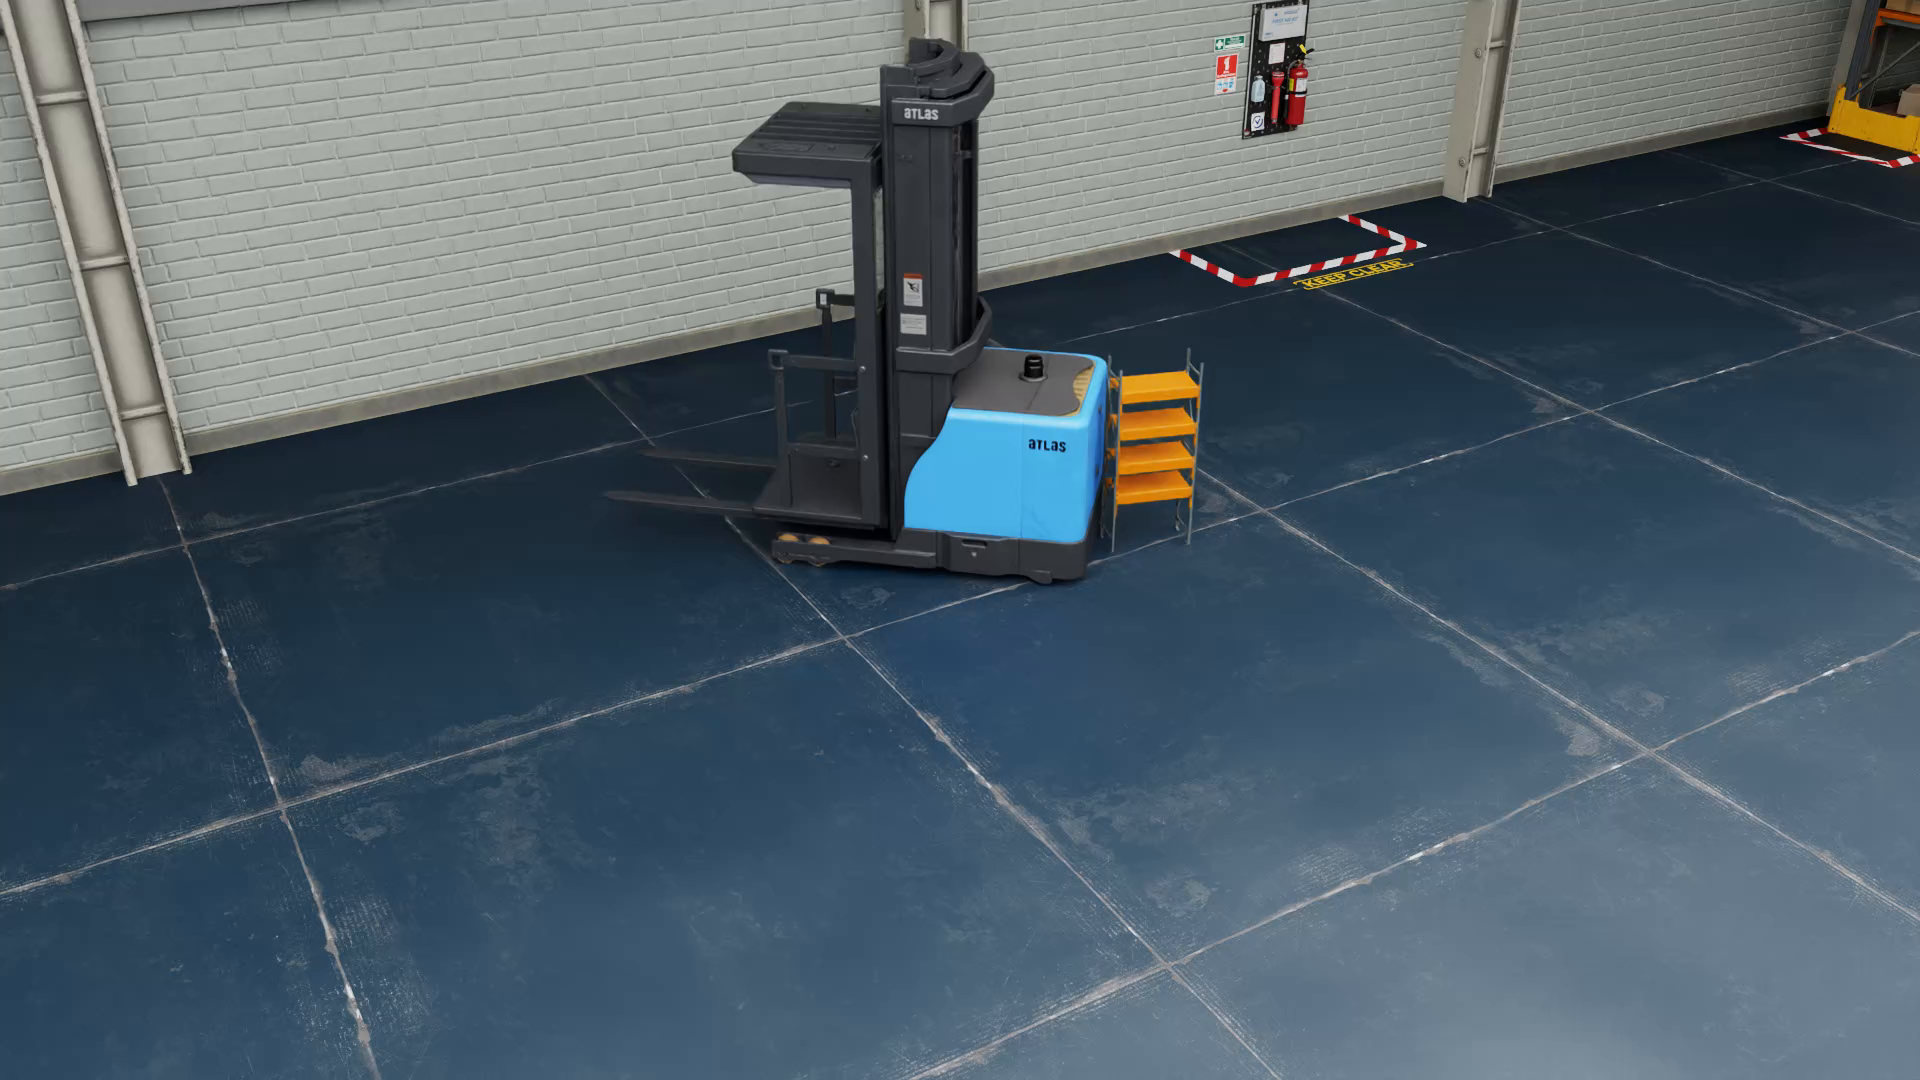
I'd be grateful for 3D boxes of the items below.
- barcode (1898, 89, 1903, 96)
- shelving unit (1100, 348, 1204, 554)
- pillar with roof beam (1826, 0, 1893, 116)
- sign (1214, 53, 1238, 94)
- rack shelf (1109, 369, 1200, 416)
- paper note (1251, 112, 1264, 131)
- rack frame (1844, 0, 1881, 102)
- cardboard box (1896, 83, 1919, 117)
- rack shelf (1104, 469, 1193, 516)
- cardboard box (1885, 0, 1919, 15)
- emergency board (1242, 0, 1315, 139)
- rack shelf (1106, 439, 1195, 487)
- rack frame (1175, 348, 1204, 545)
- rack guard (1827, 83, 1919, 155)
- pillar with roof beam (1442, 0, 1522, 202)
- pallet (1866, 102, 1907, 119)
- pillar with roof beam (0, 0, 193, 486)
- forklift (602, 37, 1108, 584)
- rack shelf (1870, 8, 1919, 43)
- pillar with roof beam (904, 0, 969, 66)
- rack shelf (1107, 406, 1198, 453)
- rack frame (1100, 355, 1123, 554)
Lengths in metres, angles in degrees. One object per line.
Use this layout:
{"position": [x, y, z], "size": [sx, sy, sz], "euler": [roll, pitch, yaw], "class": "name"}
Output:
{"position": [10.455, -4.975, 18.478], "size": [0.075, 0.075, 0.001], "euler": [-16, 33, -26], "class": "barcode"}
{"position": [1.137, -0.523, 9.956], "size": [0.503, 1.200, 0.258], "euler": [-6, 30, -11], "class": "shelving unit"}
{"position": [12.347, -7.017, 13.652], "size": [0.400, 9.000, 9.100], "euler": [-16, 33, -26], "class": "pillar with roof beam"}
{"position": [2.314, -4.050, 14.447], "size": [0.234, 0.329, 0.001], "euler": [-16, 33, -26], "class": "sign"}
{"position": [1.137, -0.867, 9.766], "size": [0.480, 0.148, 0.258], "euler": [-6, 30, -11], "class": "rack shelf"}
{"position": [2.655, -3.726, 14.809], "size": [0.142, 0.148, 0.016], "euler": [-16, 33, -26], "class": "paper note"}
{"position": [10.000, -5.652, 17.388], "size": [0.127, 3.000, 1.000], "euler": [-16, 33, -26], "class": "rack frame"}
{"position": [10.642, -4.800, 18.170], "size": [0.500, 0.311, 0.500], "euler": [-20, 35, -32], "class": "cardboard box"}
{"position": [1.137, -0.290, 10.084], "size": [0.480, 0.148, 0.258], "euler": [-6, 30, -11], "class": "rack shelf"}
{"position": [10.305, -5.791, 17.773], "size": [0.500, 0.250, 0.500], "euler": [-15, 32, -26], "class": "cardboard box"}
{"position": [2.843, -4.126, 14.623], "size": [0.643, 1.169, 0.194], "euler": [-16, 33, -26], "class": "emergency board"}
{"position": [1.137, -0.464, 9.988], "size": [0.480, 0.148, 0.258], "euler": [-6, 30, -11], "class": "rack shelf"}
{"position": [1.375, -0.549, 10.003], "size": [0.015, 1.200, 0.240], "euler": [-6, 30, -11], "class": "rack frame"}
{"position": [10.066, -4.577, 18.025], "size": [0.348, 0.500, 1.175], "euler": [-16, 33, -26], "class": "rack guard"}
{"position": [7.174, -5.549, 10.991], "size": [0.400, 9.000, 9.100], "euler": [-16, 33, -26], "class": "pillar with roof beam"}
{"position": [10.784, -4.634, 18.429], "size": [1.213, 0.211, 1.003], "euler": [-16, 33, -26], "class": "pallet"}
{"position": [-3.172, -2.611, 5.668], "size": [0.400, 9.000, 9.100], "euler": [-16, 33, -26], "class": "pillar with roof beam"}
{"position": [-0.666, -1.373, 9.705], "size": [3.031, 2.935, 1.130], "euler": [6, 29, 10], "class": "forklift"}
{"position": [11.725, -5.827, 18.449], "size": [4.000, 0.370, 1.077], "euler": [-16, 33, -26], "class": "rack shelf"}
{"position": [2.001, -4.080, 8.329], "size": [0.400, 9.000, 9.100], "euler": [-16, 33, -26], "class": "pillar with roof beam"}
{"position": [1.137, -0.660, 9.880], "size": [0.480, 0.148, 0.258], "euler": [-6, 30, -11], "class": "rack shelf"}
{"position": [0.899, -0.497, 9.909], "size": [0.015, 1.200, 0.240], "euler": [-6, 30, -11], "class": "rack frame"}
